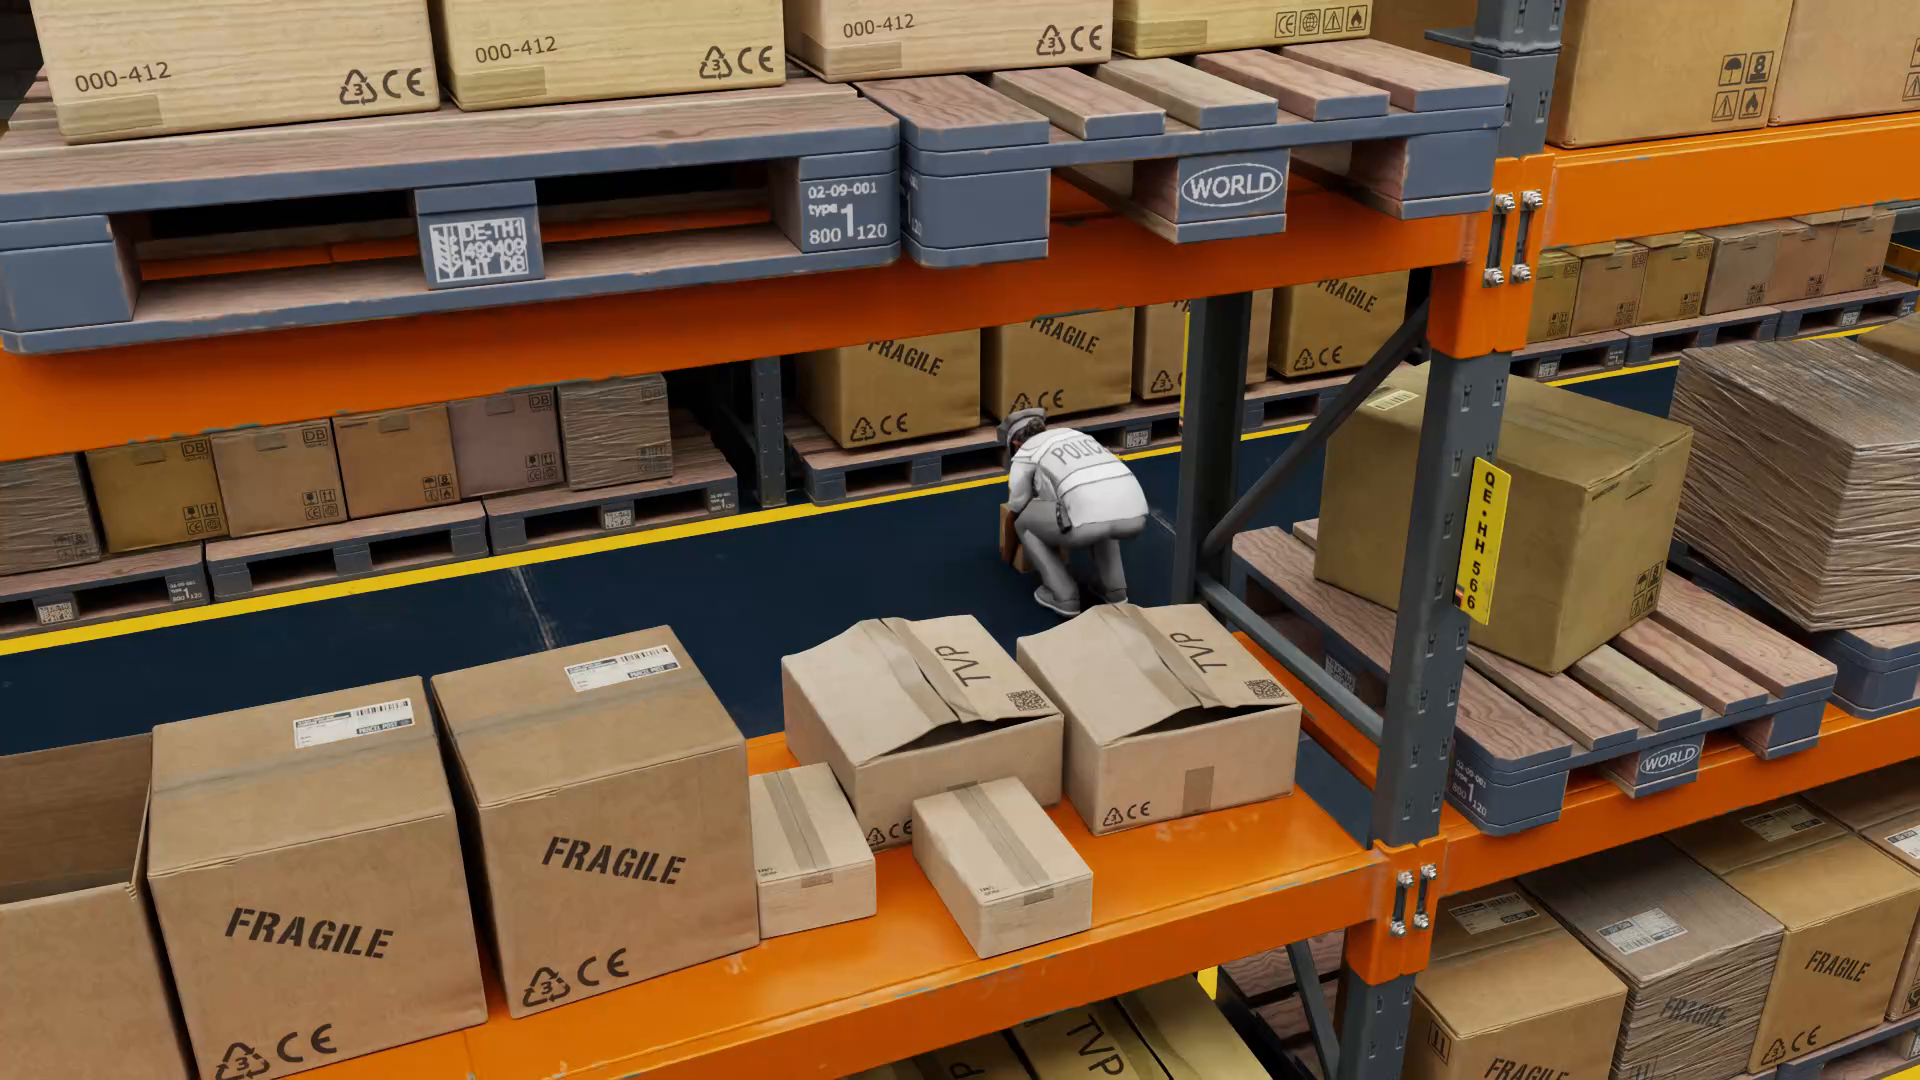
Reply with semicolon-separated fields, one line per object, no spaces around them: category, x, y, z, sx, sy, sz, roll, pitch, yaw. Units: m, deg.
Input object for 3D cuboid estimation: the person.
person;0.474;-0.124;7.414;0.456;0.773;0.923;-11;28;-22
